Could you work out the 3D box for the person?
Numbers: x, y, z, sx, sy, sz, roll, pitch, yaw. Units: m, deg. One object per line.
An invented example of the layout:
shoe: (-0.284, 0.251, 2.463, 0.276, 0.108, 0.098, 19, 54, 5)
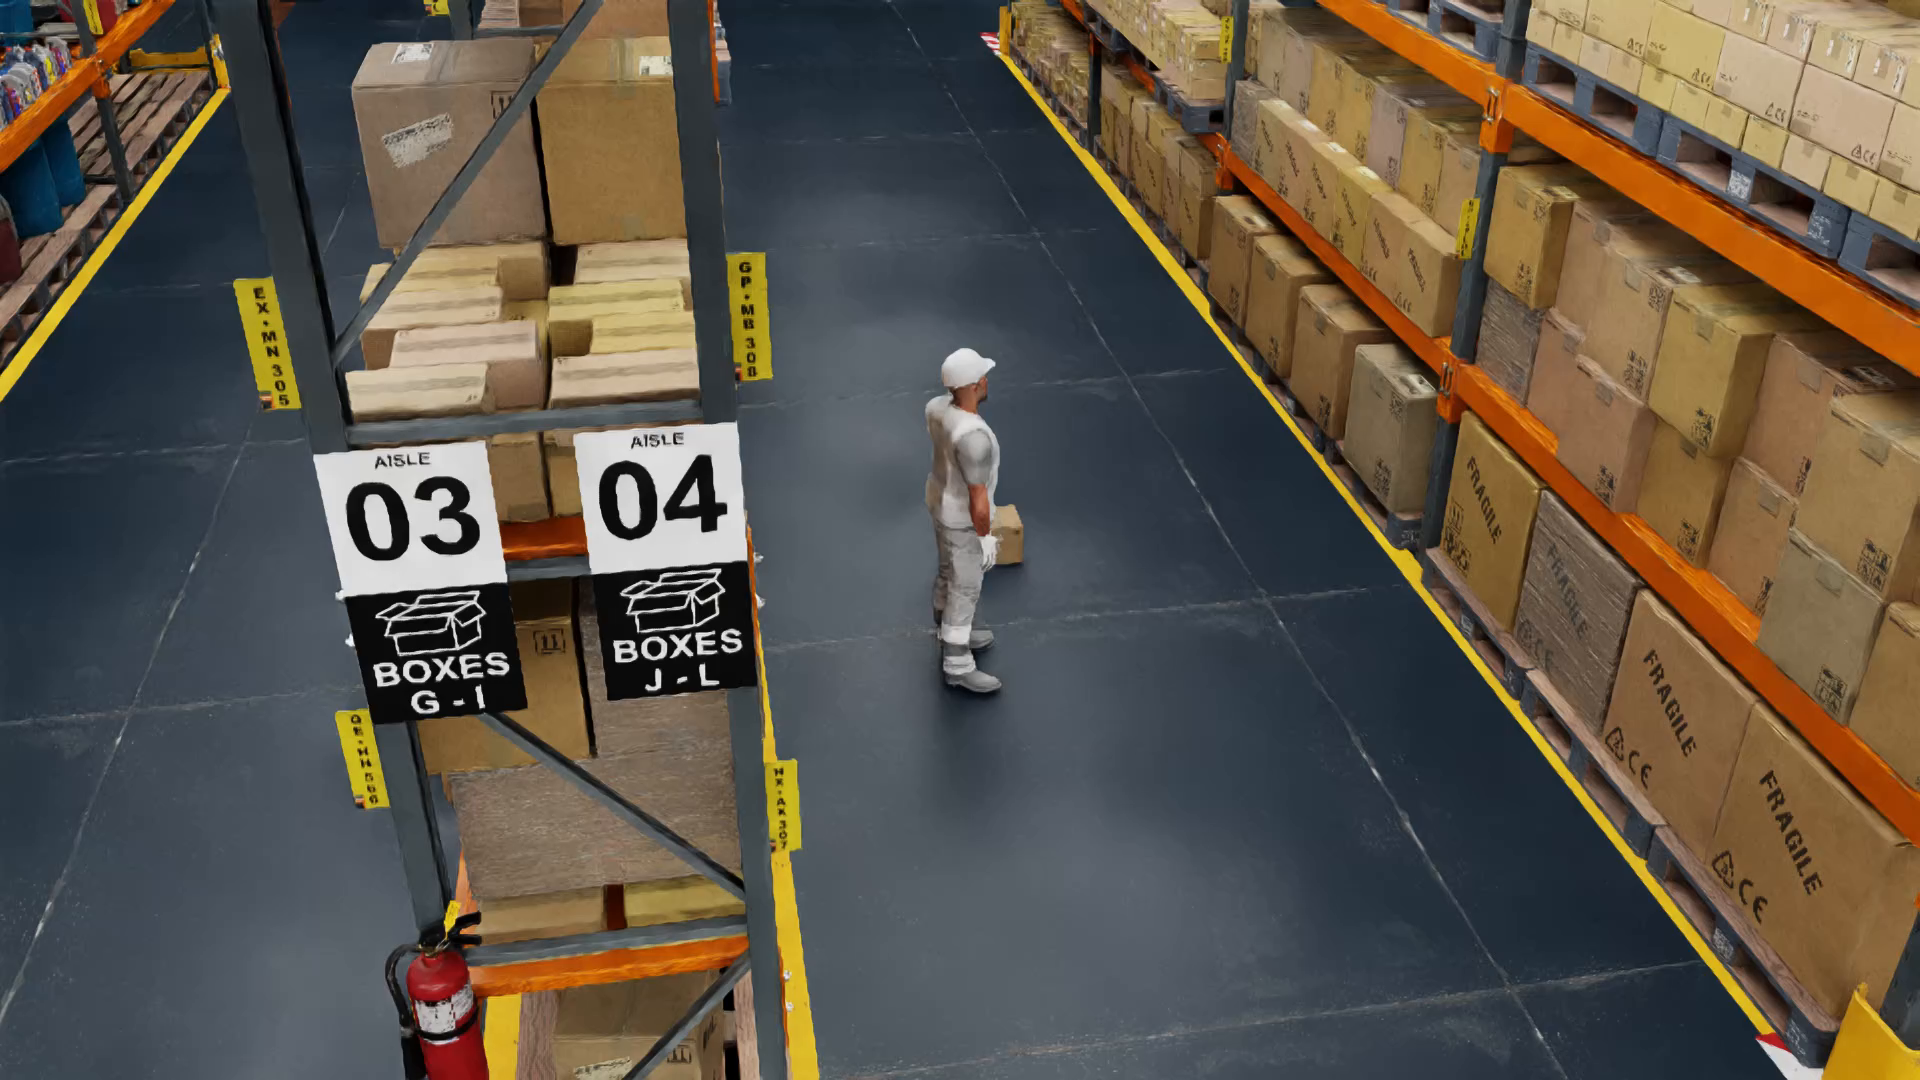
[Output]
person: (0.032, -0.140, 8.287, 0.393, 1.800, 0.668, -11, 32, -18)
